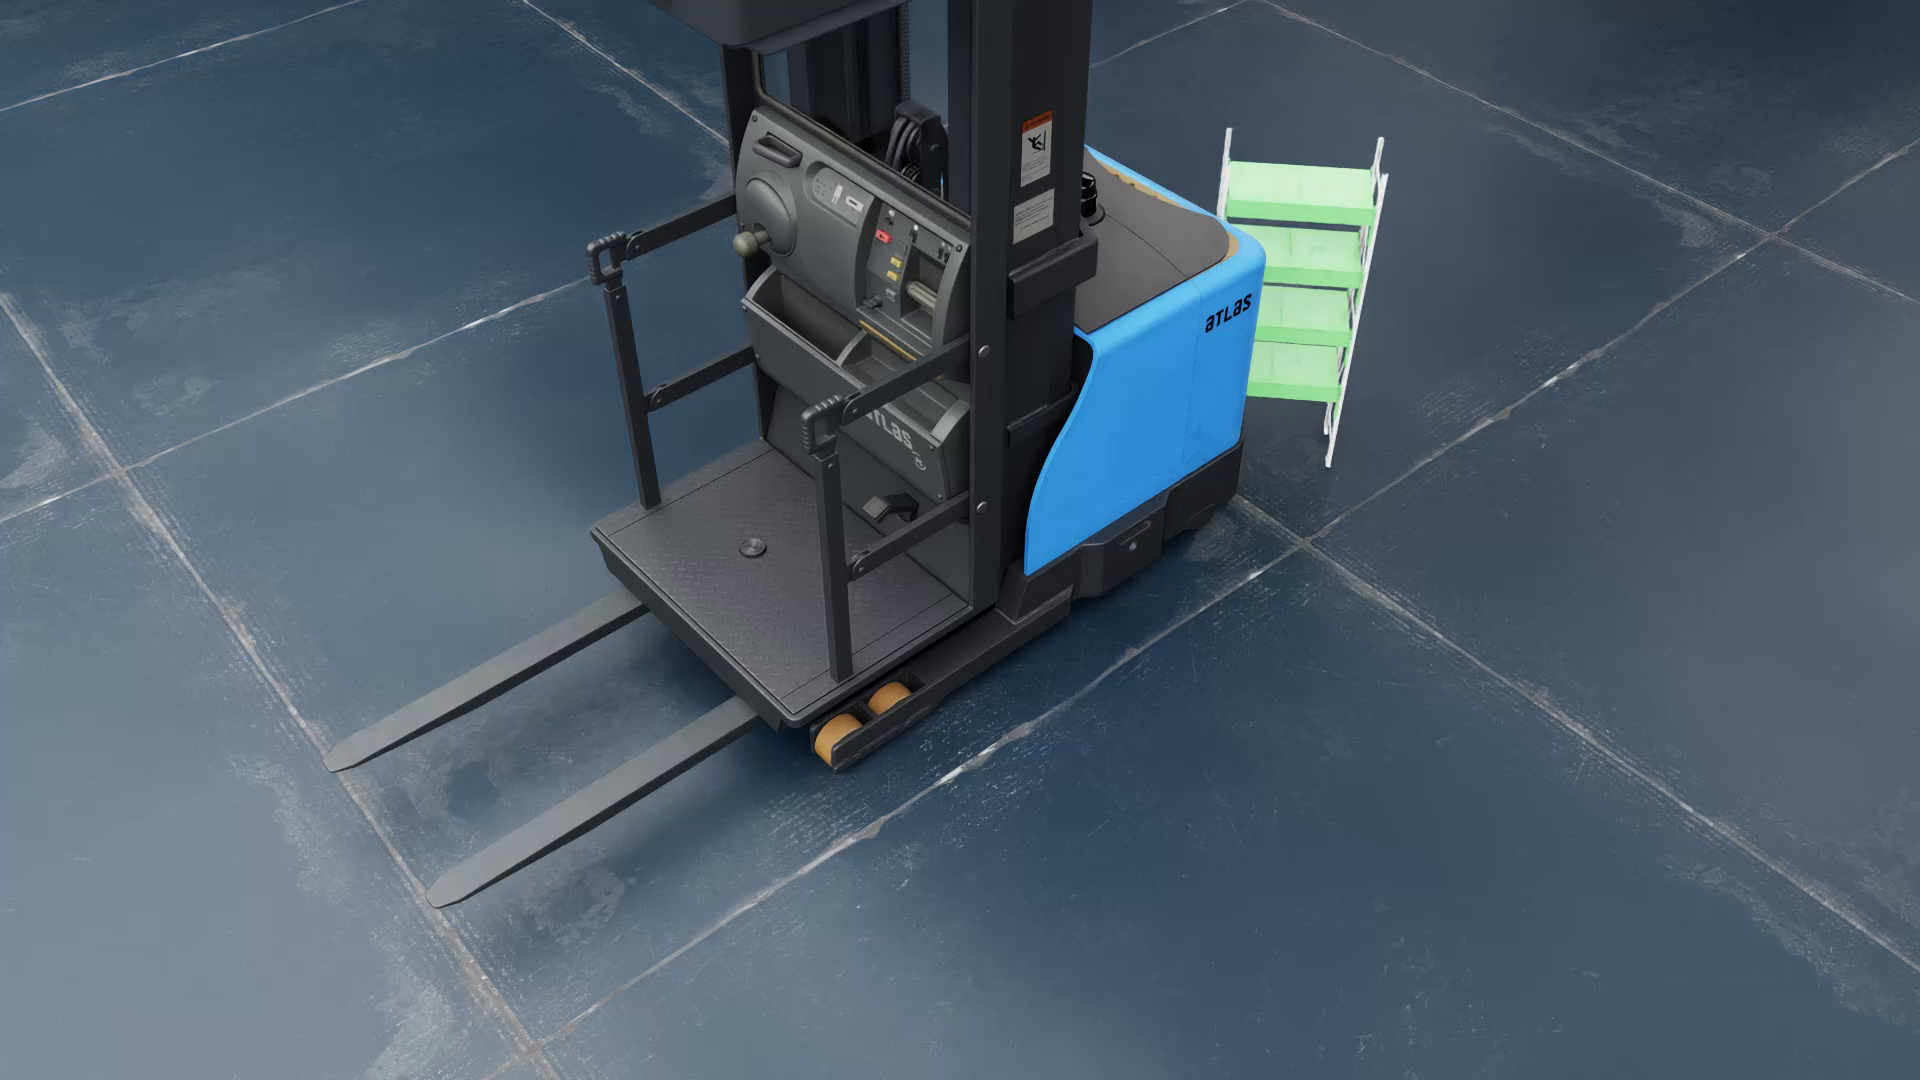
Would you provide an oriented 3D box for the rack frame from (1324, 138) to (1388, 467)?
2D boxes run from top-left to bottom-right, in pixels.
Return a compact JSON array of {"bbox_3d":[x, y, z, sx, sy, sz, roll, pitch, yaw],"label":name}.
[{"bbox_3d":[1.349,-0.784,5.707,0.015,1.200,0.240,5,43,5],"label":"rack frame"}]

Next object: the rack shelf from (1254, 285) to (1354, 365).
[{"bbox_3d":[1.107,-0.758,5.773,0.480,0.148,0.258,5,43,5],"label":"rack shelf"}]

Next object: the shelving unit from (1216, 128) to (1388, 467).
[{"bbox_3d":[1.107,-0.805,5.730,0.503,1.200,0.258,5,43,5],"label":"shelving unit"}]

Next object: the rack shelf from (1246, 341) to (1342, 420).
[{"bbox_3d":[1.107,-0.583,5.938,0.480,0.148,0.258,5,43,5],"label":"rack shelf"}]

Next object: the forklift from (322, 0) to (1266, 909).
[{"bbox_3d":[-0.469,-0.787,4.447,3.031,2.935,1.130,-31,51,-29],"label":"forklift"}]

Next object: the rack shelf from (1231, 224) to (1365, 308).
[{"bbox_3d":[1.106,-0.933,5.609,0.480,0.148,0.258,5,43,5],"label":"rack shelf"}]

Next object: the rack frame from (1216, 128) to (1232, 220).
[{"bbox_3d":[0.864,-0.826,5.752,0.015,1.200,0.240,5,43,5],"label":"rack frame"}]

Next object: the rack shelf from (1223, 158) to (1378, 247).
[{"bbox_3d":[1.106,-1.108,5.445,0.480,0.148,0.258,5,43,5],"label":"rack shelf"}]
